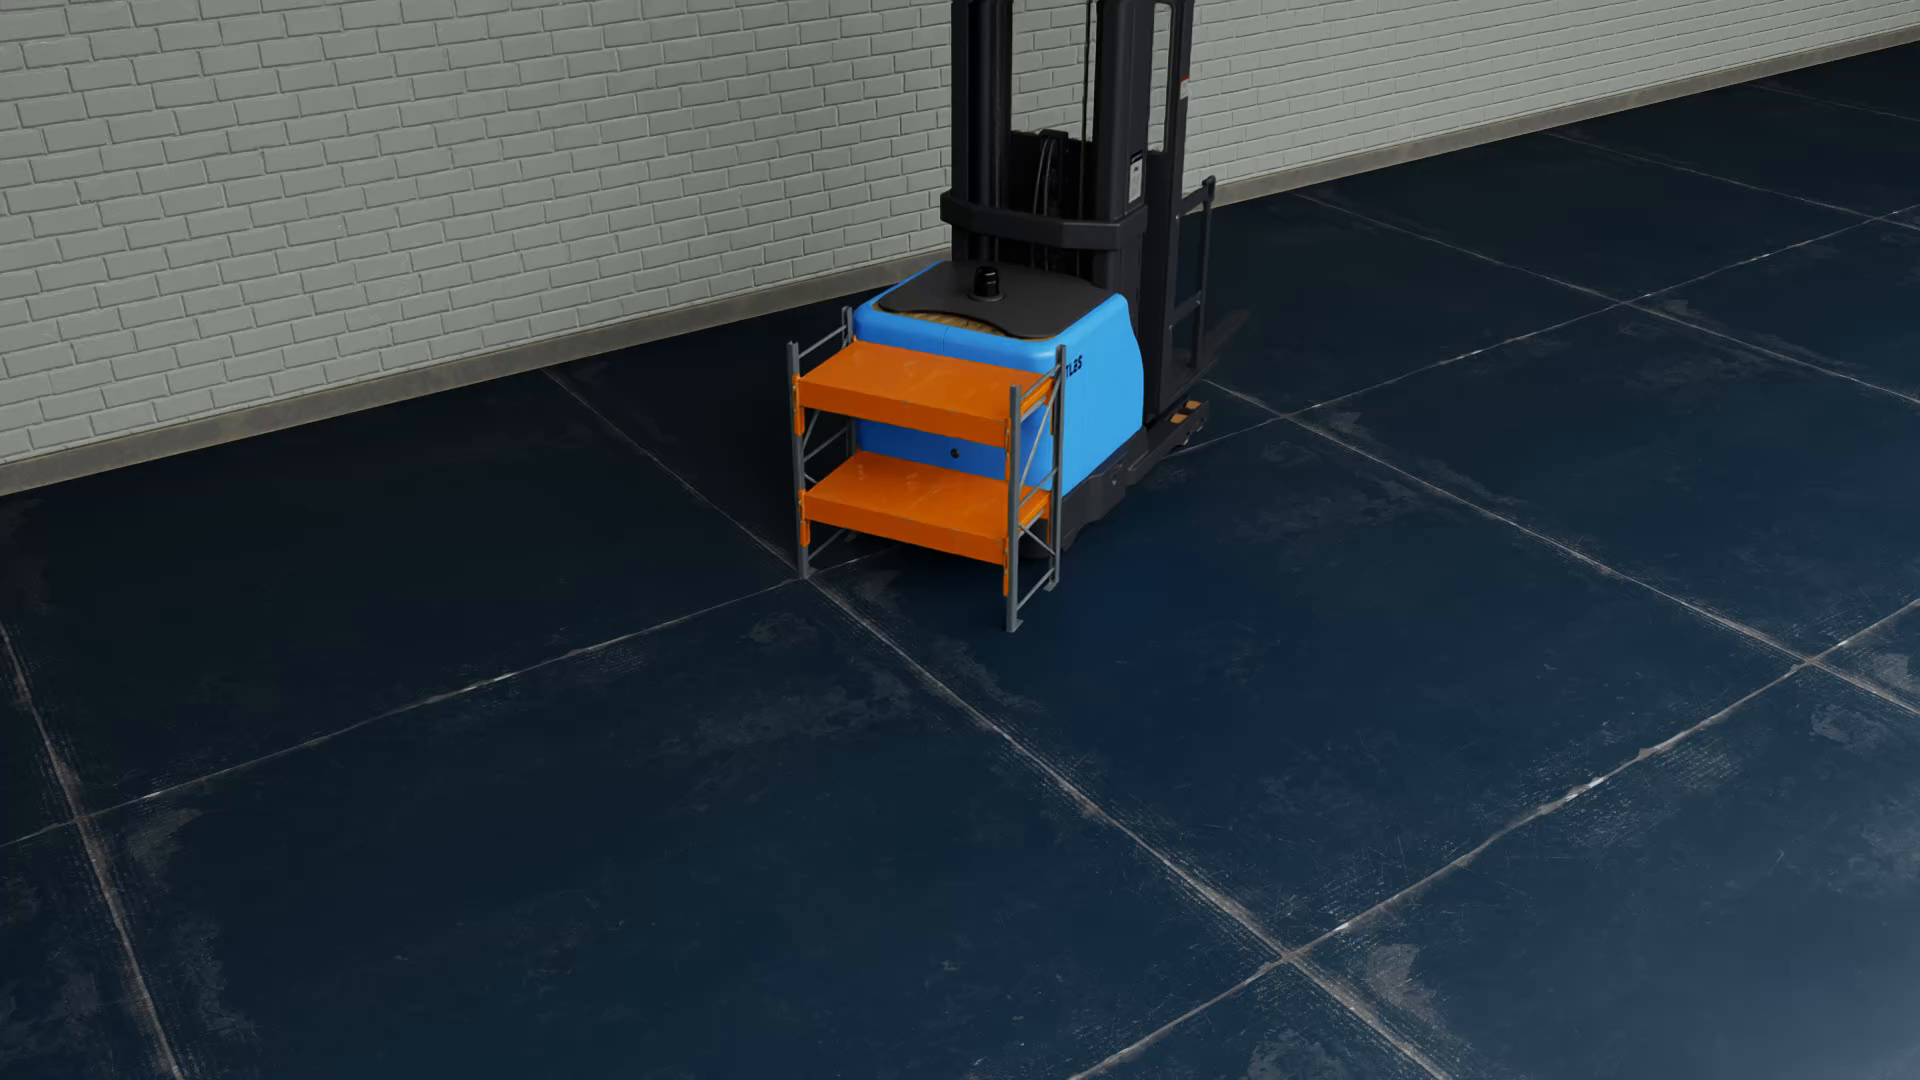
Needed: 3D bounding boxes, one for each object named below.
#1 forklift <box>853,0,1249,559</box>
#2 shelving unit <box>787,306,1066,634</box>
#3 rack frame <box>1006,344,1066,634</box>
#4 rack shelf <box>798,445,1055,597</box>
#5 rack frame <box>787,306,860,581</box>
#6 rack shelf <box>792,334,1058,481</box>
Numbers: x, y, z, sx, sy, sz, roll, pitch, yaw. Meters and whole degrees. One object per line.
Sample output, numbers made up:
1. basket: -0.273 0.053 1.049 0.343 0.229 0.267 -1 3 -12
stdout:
1. forklift: 0.664 -1.875 8.131 1.130 2.935 3.031 15 32 25
2. shelving unit: -0.139 -0.315 7.152 1.048 1.125 0.538 13 31 23
3. rack frame: 0.318 -0.209 6.955 0.032 1.125 0.500 13 31 23
4. rack shelf: -0.139 -0.100 7.268 1.000 0.278 0.538 13 31 23
5. rack frame: -0.596 -0.422 7.348 0.032 1.125 0.500 13 31 23
6. rack shelf: -0.139 -0.572 7.012 1.000 0.278 0.538 13 31 23
